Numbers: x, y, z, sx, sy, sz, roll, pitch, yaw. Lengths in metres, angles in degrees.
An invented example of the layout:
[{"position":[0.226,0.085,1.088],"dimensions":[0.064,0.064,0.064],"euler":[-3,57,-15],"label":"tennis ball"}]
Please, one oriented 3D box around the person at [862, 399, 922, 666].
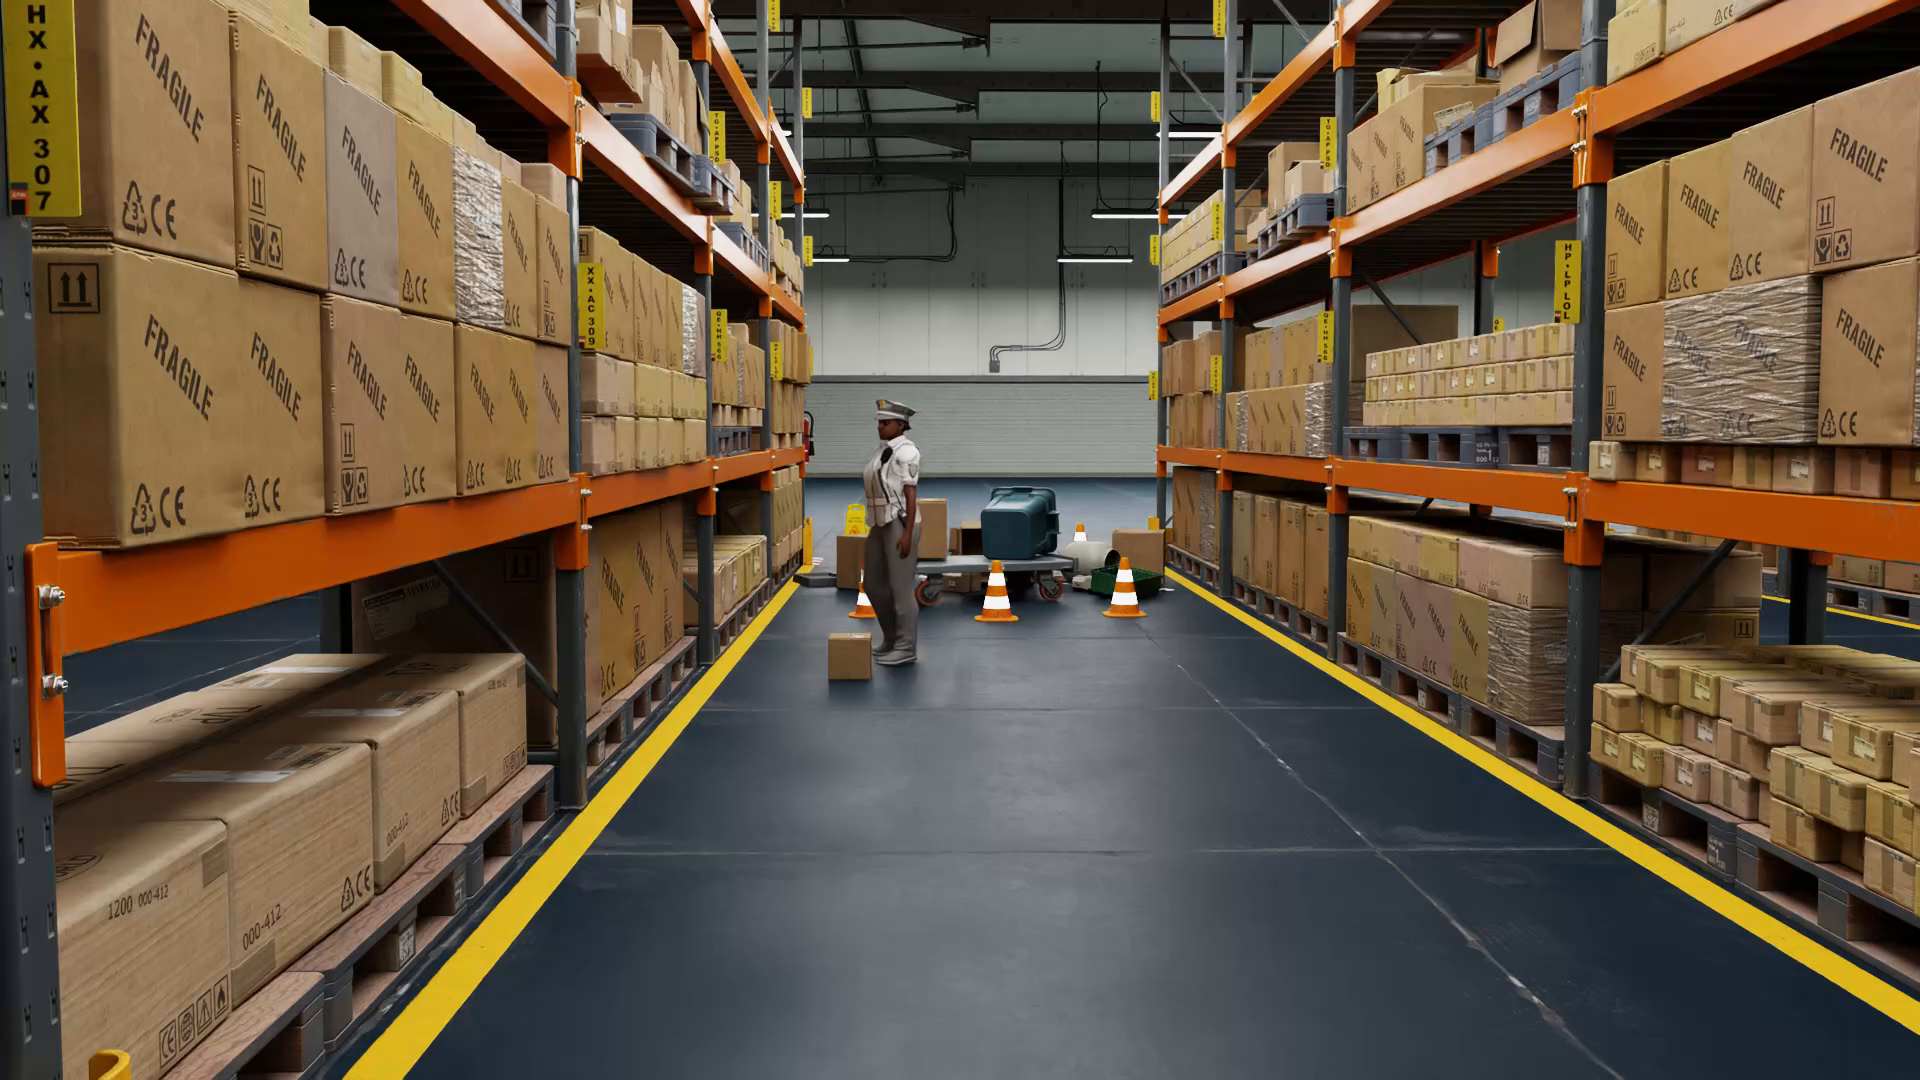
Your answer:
[{"position":[-0.440,-0.058,10.656],"dimensions":[0.399,1.683,0.588],"euler":[-3,5,-33],"label":"person"}]
